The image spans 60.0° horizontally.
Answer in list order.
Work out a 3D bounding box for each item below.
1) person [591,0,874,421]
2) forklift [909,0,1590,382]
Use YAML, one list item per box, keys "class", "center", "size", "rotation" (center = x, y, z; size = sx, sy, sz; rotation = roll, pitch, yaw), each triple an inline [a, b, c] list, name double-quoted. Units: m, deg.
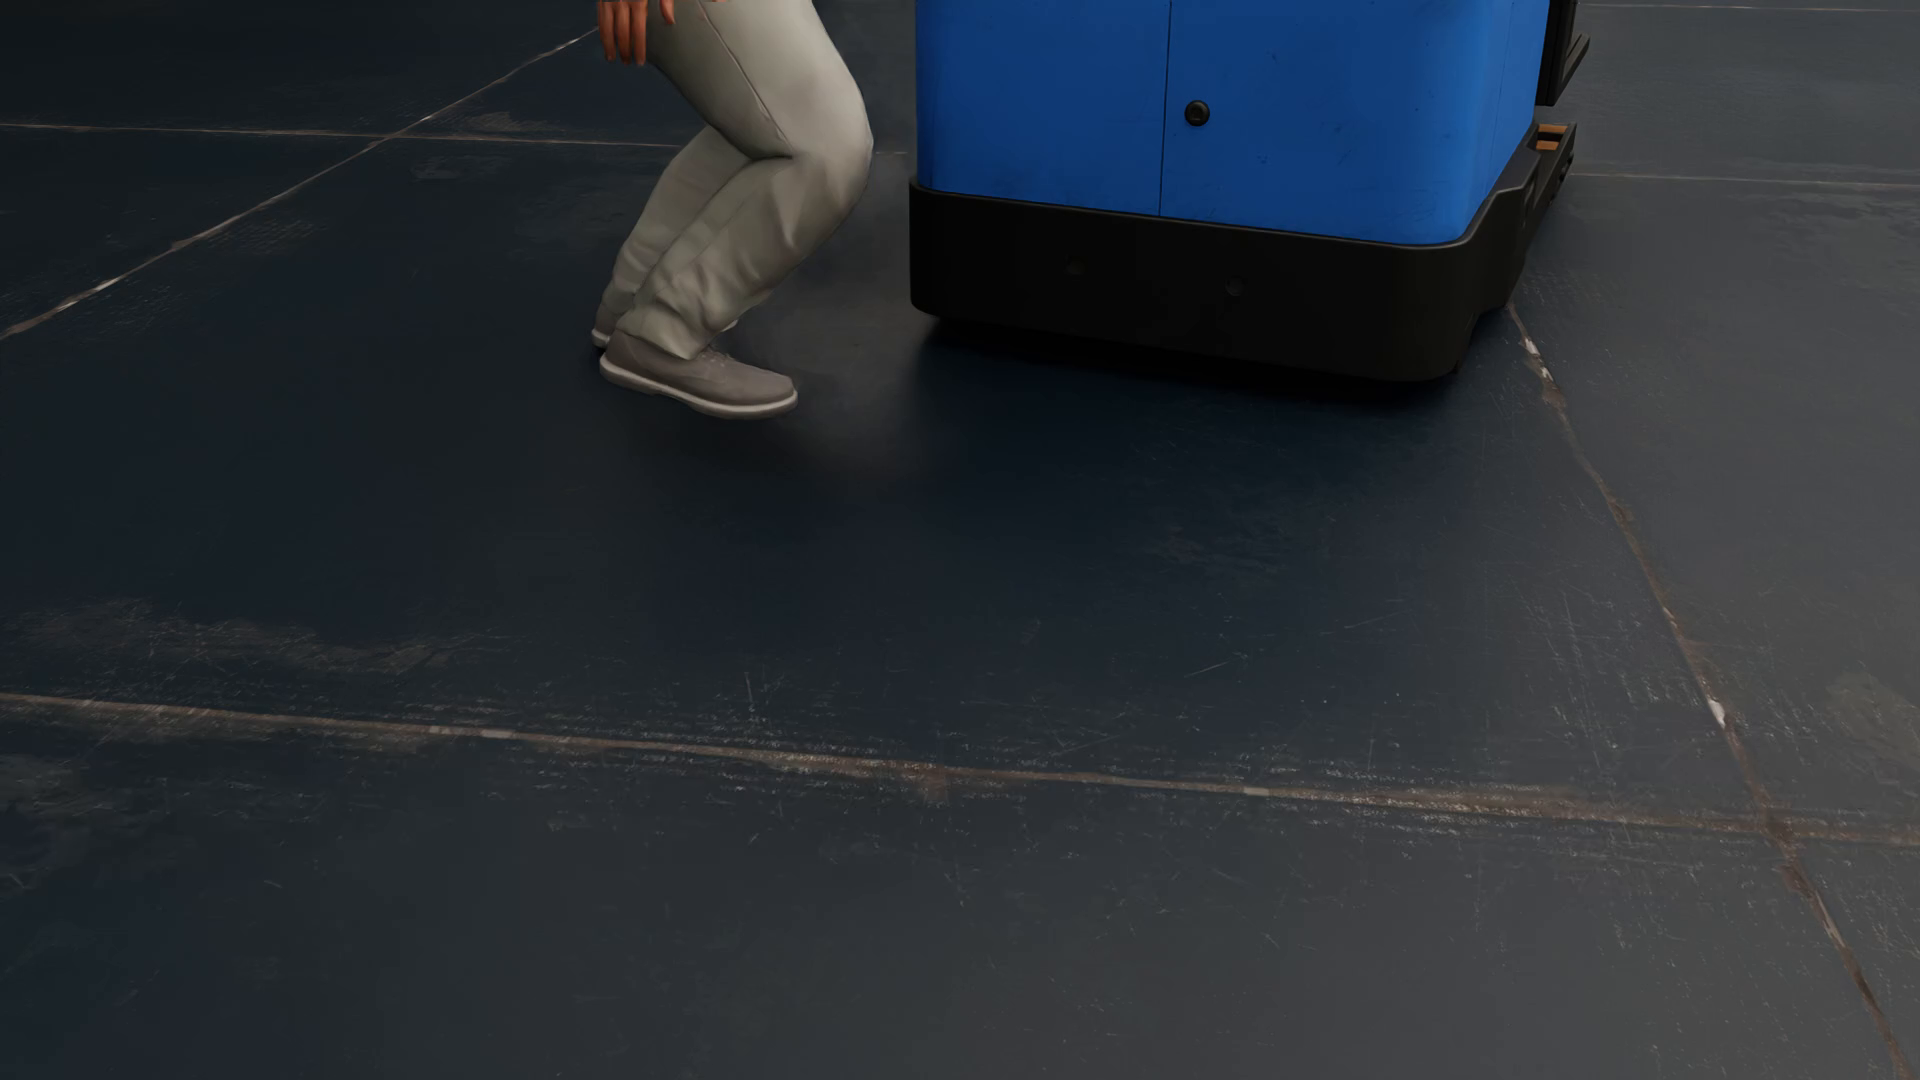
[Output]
- class: "person"
  center: [-0.410, -0.995, 2.691]
  size: [0.582, 1.648, 0.947]
  rotation: [1, 27, 3]
- class: "forklift"
  center: [0.962, -2.218, 3.664]
  size: [1.130, 2.935, 3.031]
  rotation: [11, 29, 21]
